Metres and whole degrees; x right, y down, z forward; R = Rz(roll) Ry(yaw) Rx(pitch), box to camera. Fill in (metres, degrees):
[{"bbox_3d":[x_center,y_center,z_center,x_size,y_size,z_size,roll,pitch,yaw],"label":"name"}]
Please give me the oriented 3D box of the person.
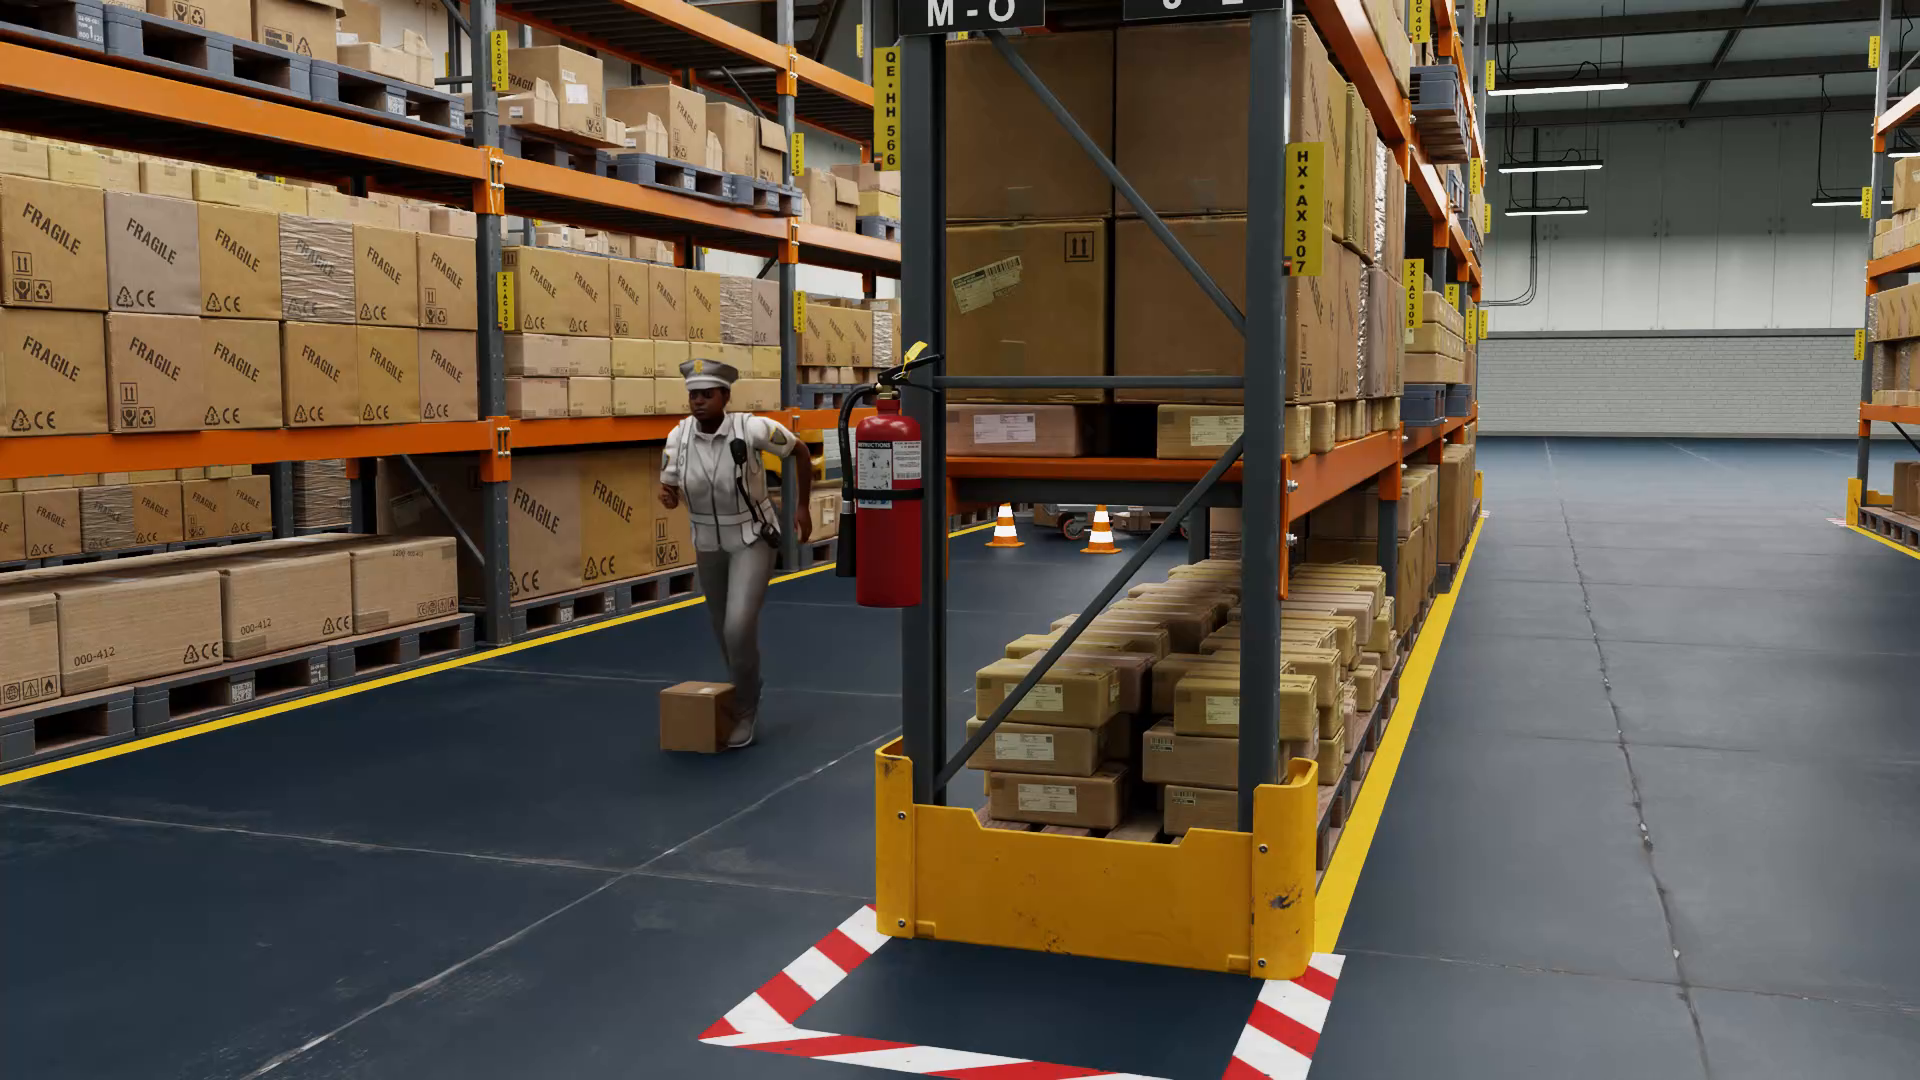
[{"bbox_3d":[-0.958,0.041,7.067,0.570,1.615,0.923,2,6,22],"label":"person"}]
